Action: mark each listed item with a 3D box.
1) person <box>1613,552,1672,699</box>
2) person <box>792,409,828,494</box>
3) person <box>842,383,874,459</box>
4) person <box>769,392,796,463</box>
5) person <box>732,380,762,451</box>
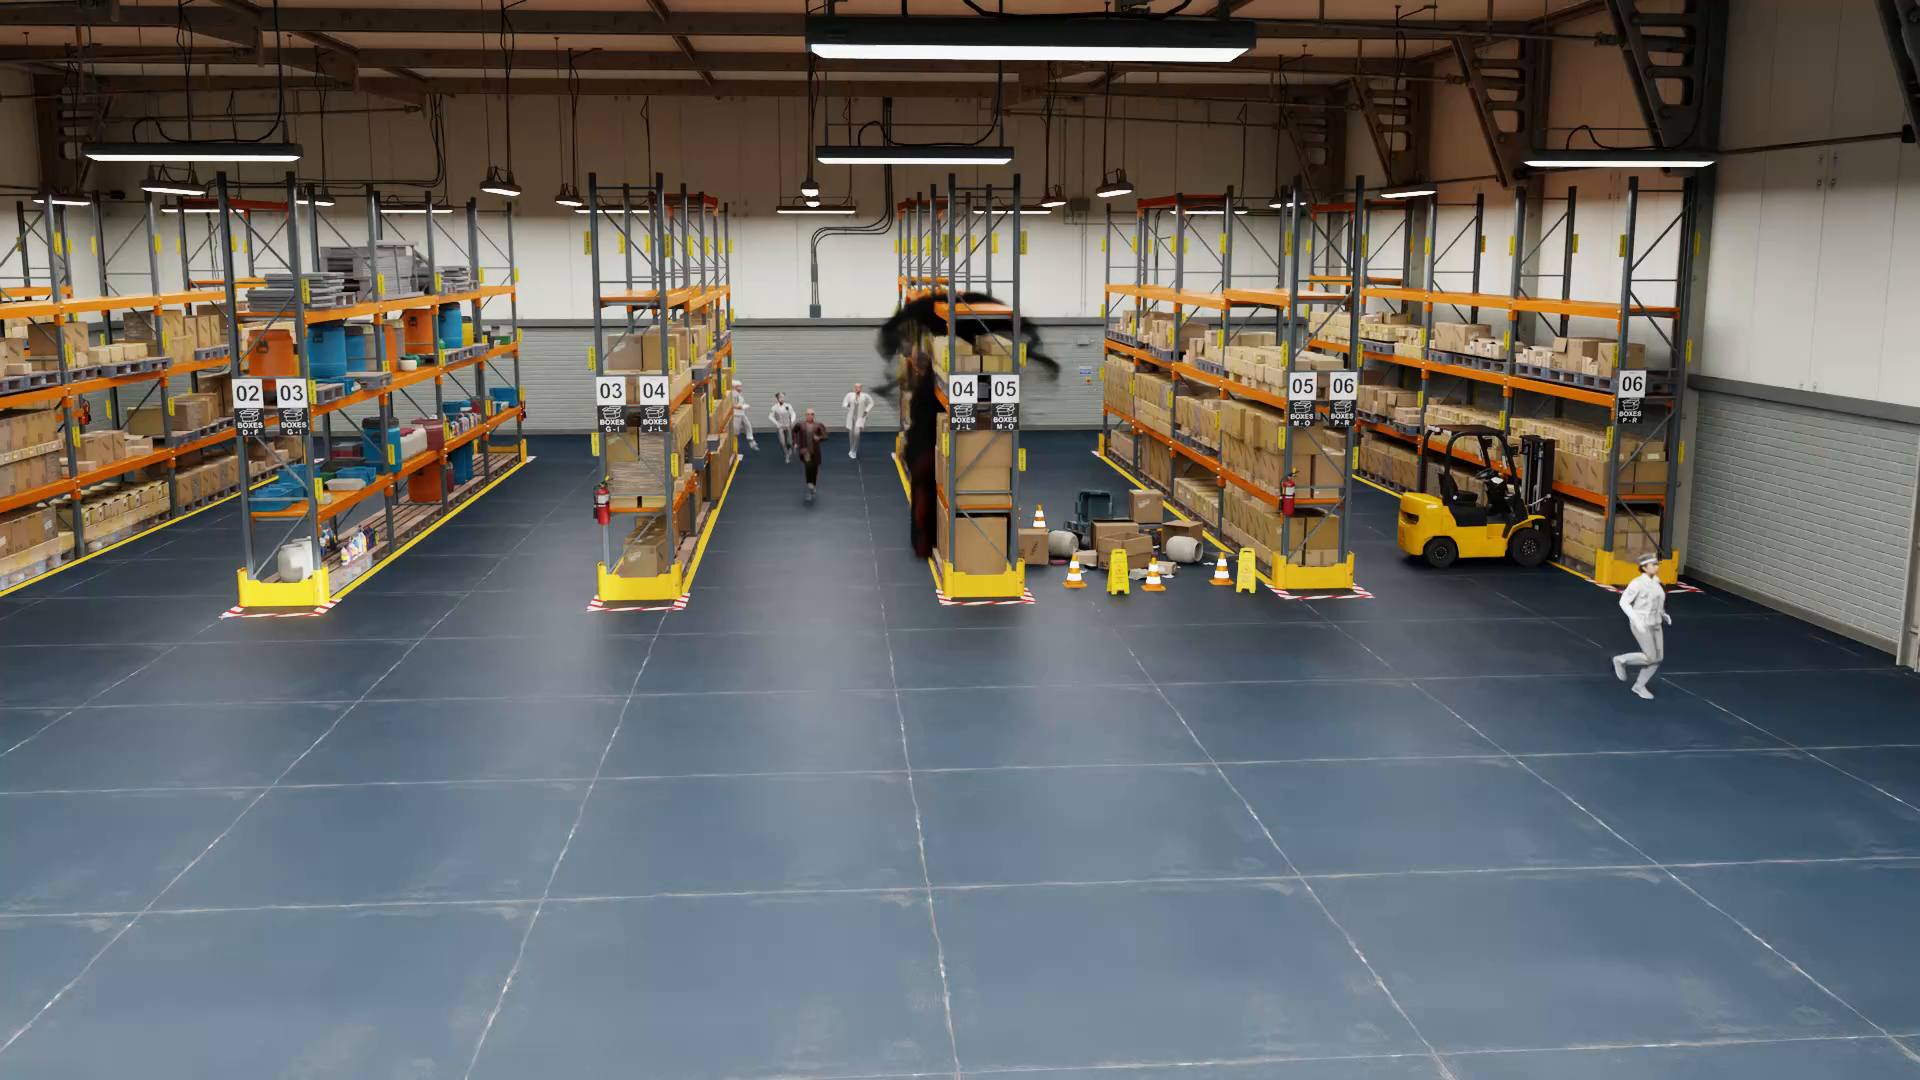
[{"bbox_3d":[7.685,0.942,18.716,0.629,1.670,0.550,-6,12,-32],"label":"person"},{"bbox_3d":[-2.987,-1.644,33.201,0.690,1.559,1.046,-2,10,-11],"label":"person"},{"bbox_3d":[-2.457,-2.846,39.820,0.705,1.847,0.820,2,10,12],"label":"person"},{"bbox_3d":[-4.168,-2.654,39.049,0.642,1.655,0.555,-2,10,-12],"label":"person"},{"bbox_3d":[-5.422,-3.037,40.770,0.998,1.774,0.676,1,10,6],"label":"person"}]
